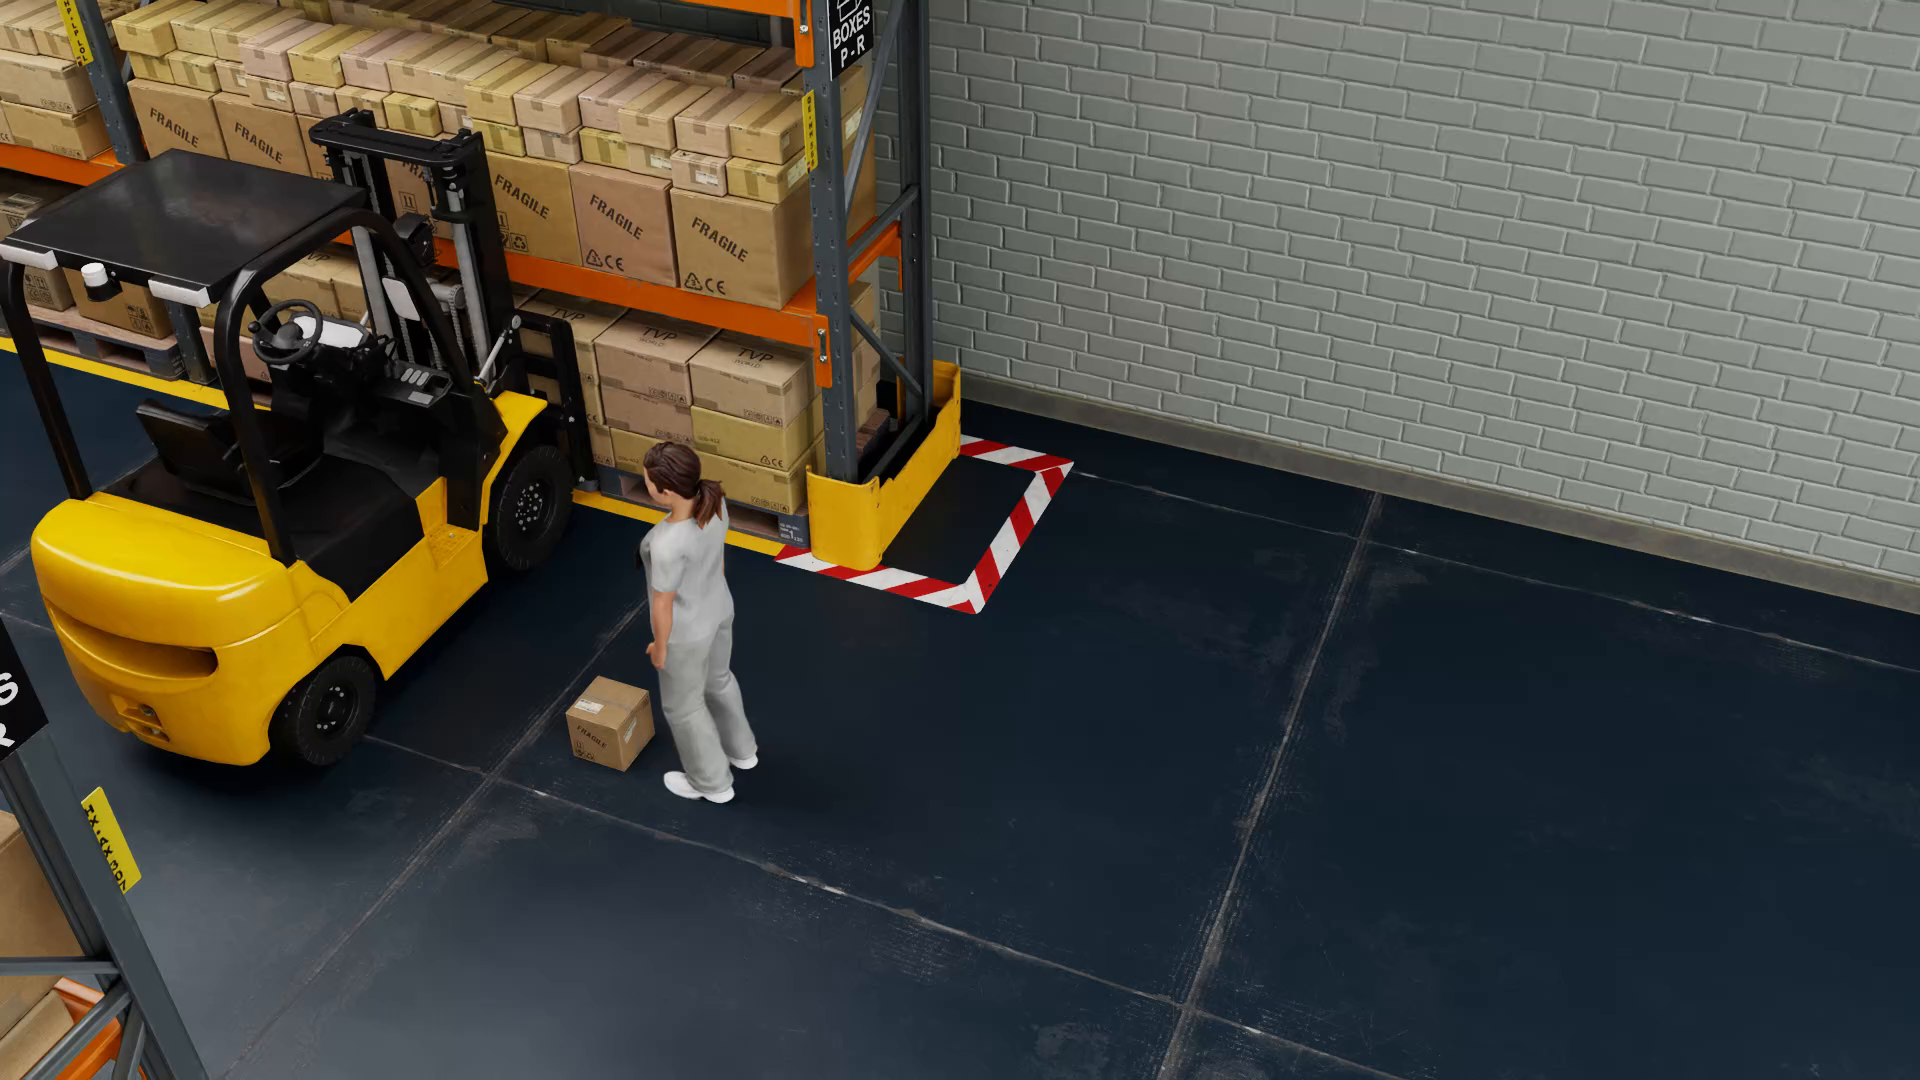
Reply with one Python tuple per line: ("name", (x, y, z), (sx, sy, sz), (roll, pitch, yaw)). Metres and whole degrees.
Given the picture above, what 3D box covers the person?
("person", (-1.019, 0.329, 6.398), (0.363, 1.672, 0.439), (15, 40, 19))
